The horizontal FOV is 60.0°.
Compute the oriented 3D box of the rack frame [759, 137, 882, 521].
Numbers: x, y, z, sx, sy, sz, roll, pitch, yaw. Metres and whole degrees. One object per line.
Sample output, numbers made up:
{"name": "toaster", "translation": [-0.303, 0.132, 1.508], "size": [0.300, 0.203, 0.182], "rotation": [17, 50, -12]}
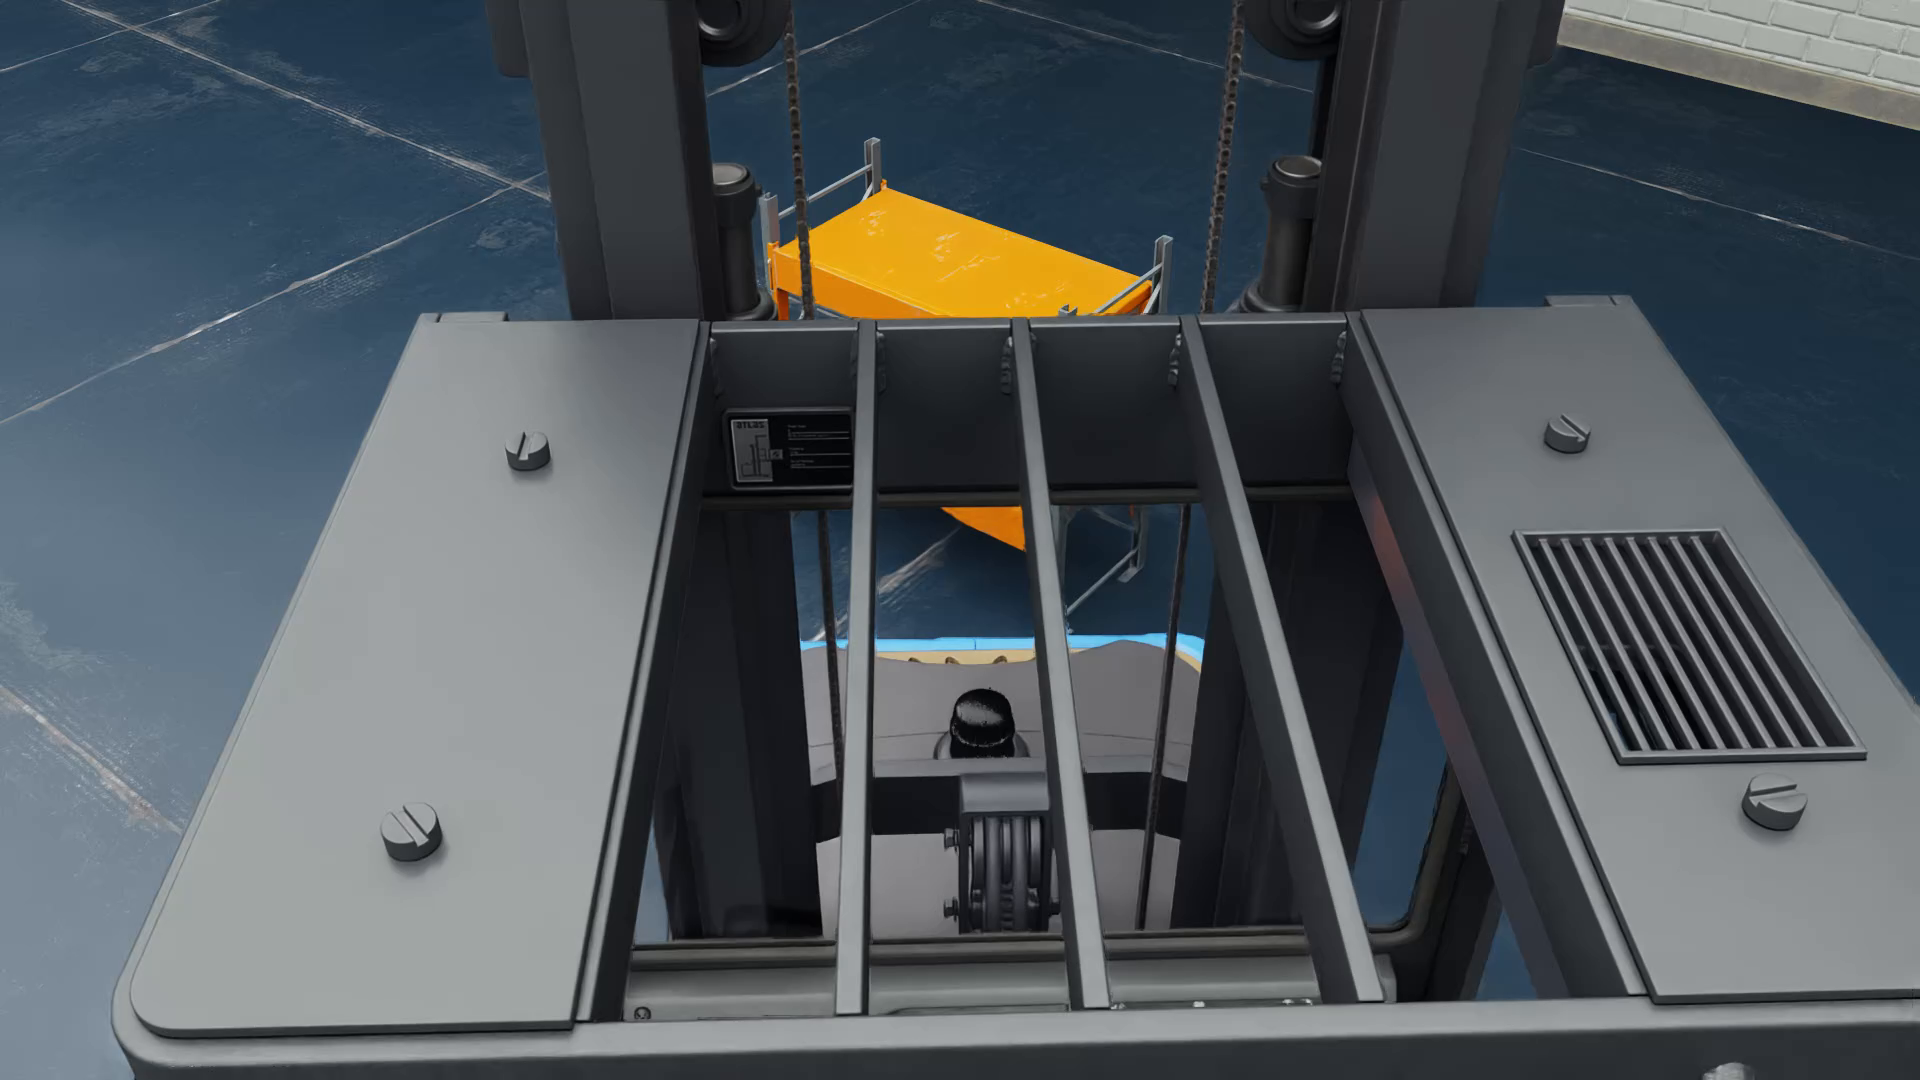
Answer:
{"name": "rack frame", "translation": [-0.398, -0.631, 5.143], "size": [0.032, 1.125, 0.500], "rotation": [25, 45, 29]}

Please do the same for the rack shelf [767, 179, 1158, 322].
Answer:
{"name": "rack shelf", "translation": [0.005, -0.671, 4.720], "size": [1.000, 0.278, 0.538], "rotation": [25, 45, 29]}

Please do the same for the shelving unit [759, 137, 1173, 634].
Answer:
{"name": "shelving unit", "translation": [0.005, -0.440, 4.900], "size": [1.048, 1.125, 0.538], "rotation": [25, 45, 29]}

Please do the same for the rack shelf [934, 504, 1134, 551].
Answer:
{"name": "rack shelf", "translation": [0.005, -0.248, 5.051], "size": [1.000, 0.278, 0.538], "rotation": [25, 45, 29]}

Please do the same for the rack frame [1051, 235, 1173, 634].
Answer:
{"name": "rack frame", "translation": [0.409, -0.250, 4.657], "size": [0.032, 1.125, 0.500], "rotation": [25, 45, 29]}

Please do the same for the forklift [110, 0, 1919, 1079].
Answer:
{"name": "forklift", "translation": [0.072, 0.786, 1.869], "size": [1.130, 2.935, 3.031], "rotation": [-1, 38, -1]}
